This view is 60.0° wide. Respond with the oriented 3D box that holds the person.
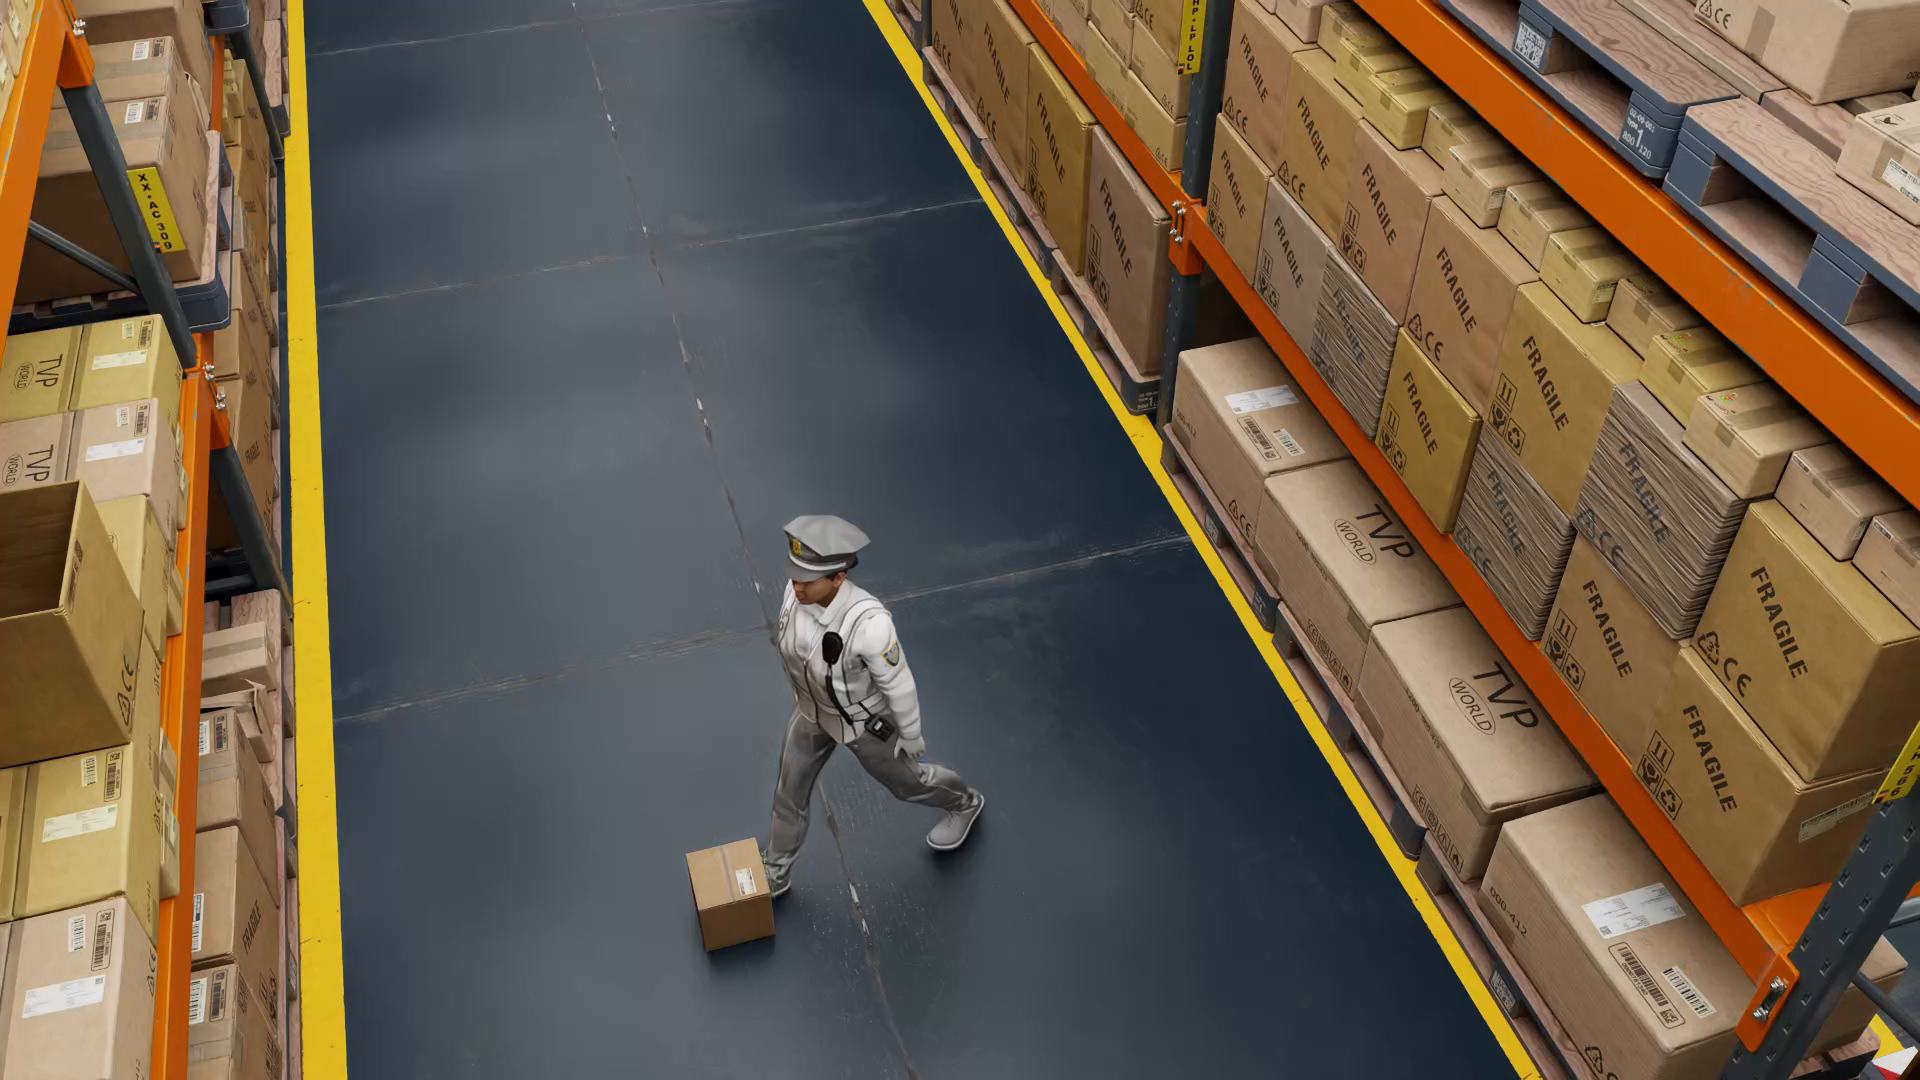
[{"bbox_3d":[-0.392,0.577,5.523,0.538,1.638,0.983,32,51,30],"label":"person"}]
